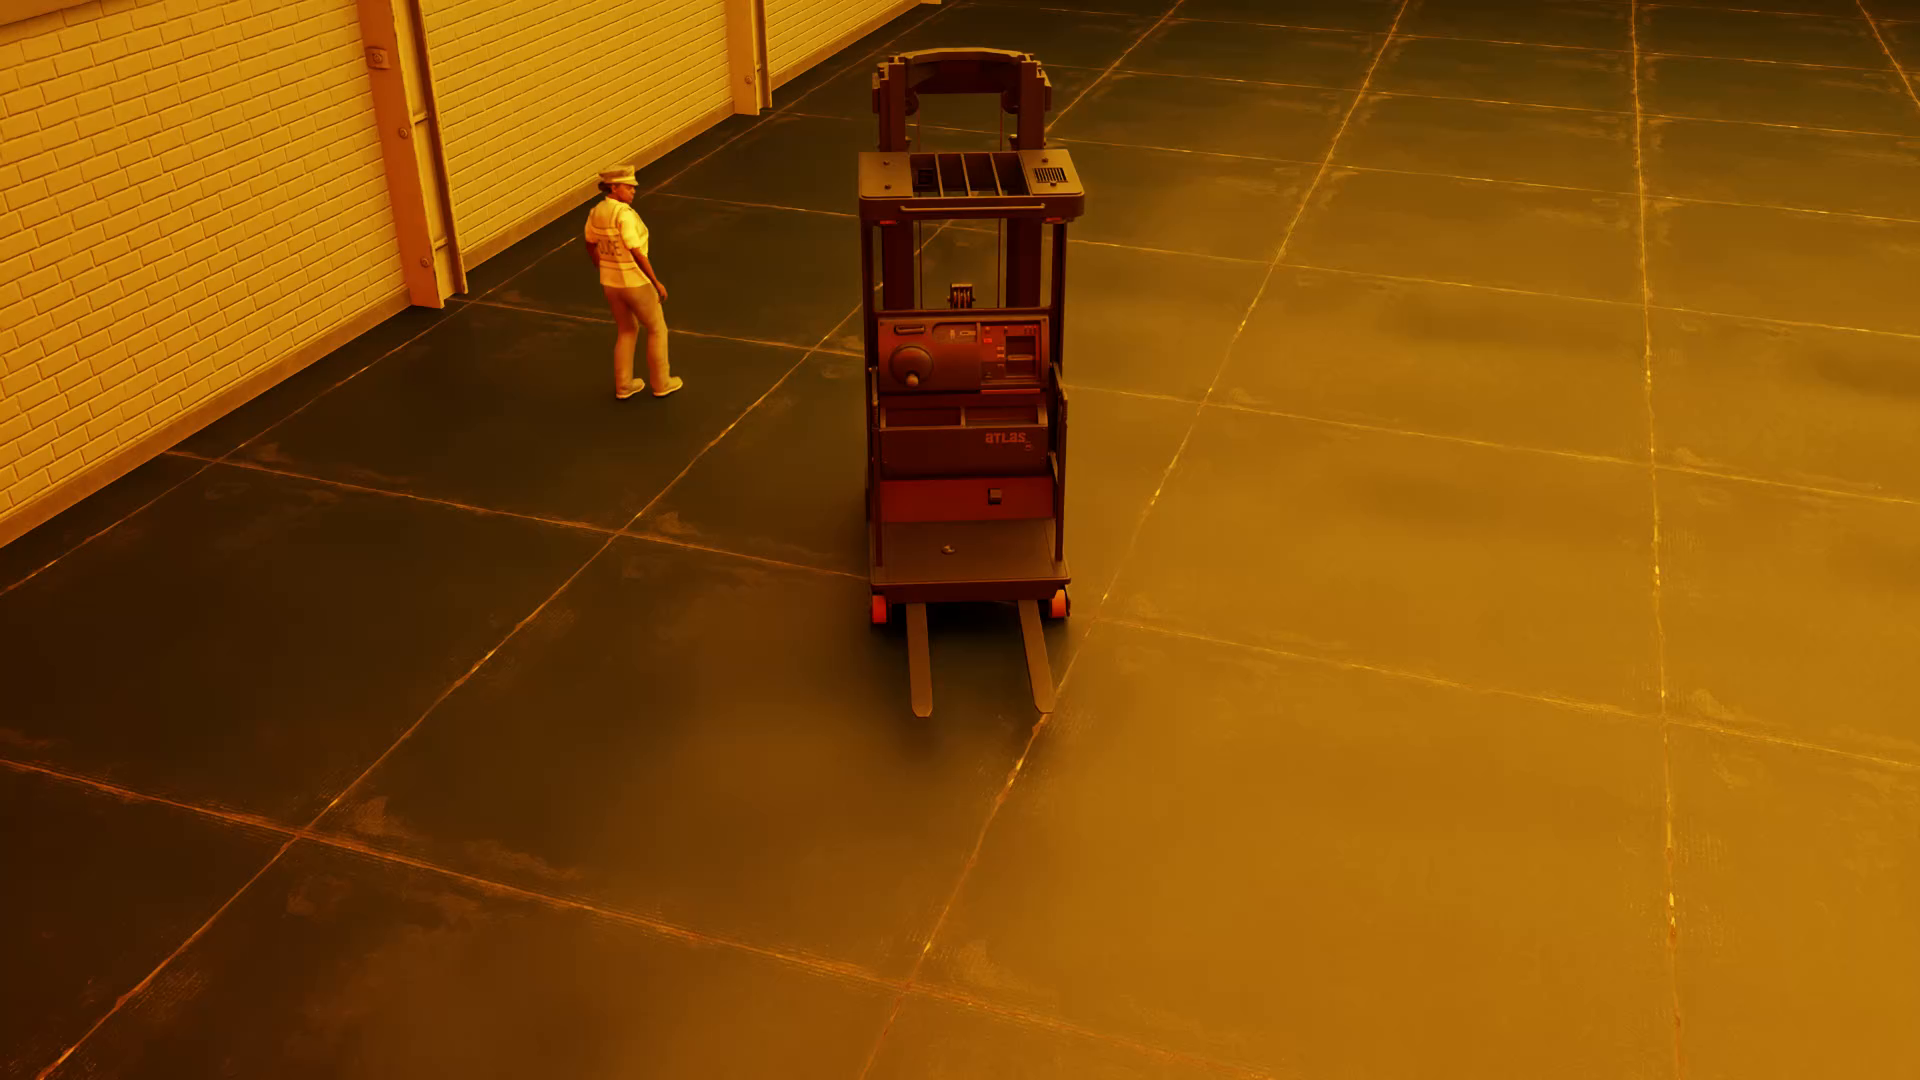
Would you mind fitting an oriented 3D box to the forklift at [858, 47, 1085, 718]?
[{"bbox_3d":[0.035,-0.972,8.842,1.130,2.935,3.031,-2,30,-3],"label":"forklift"}]

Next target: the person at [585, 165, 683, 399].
[{"bbox_3d":[-2.267,-1.795,11.578,0.657,1.656,0.470,18,34,29],"label":"person"}]
